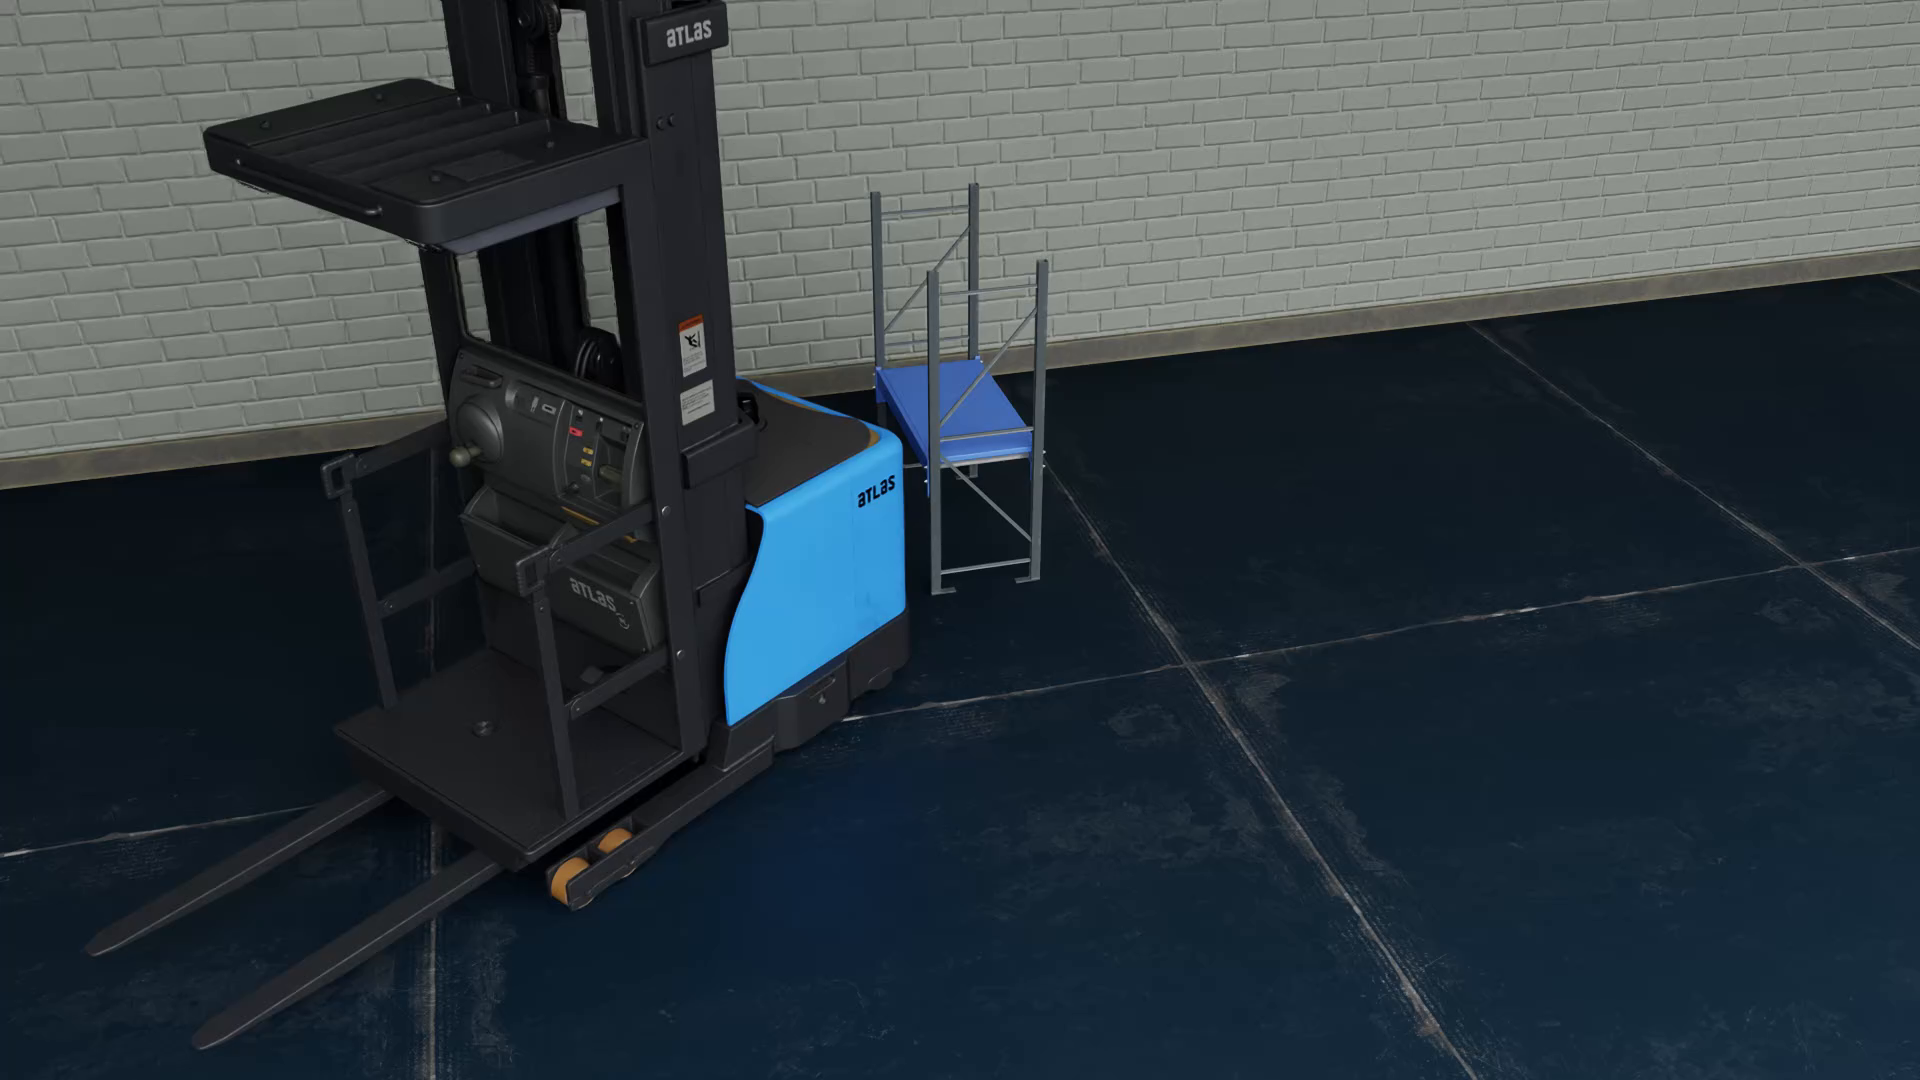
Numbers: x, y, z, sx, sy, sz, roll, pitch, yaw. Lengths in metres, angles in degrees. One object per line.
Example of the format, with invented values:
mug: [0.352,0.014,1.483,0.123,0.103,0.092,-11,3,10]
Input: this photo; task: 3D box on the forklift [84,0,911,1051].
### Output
forklift: [-1.508,-0.309,5.359,1.130,2.935,3.031,22,36,32]

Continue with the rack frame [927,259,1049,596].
rack frame: [0.112,-0.445,7.021,0.500,1.500,0.032,-8,31,-13]

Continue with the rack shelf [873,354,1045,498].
rack shelf: [-0.023,-0.535,7.536,0.538,0.185,1.000,-8,31,-13]

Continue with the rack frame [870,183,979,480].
rack frame: [-0.158,-0.936,7.870,0.500,1.500,0.032,-8,31,-13]

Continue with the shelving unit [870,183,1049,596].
shelving unit: [-0.023,-0.690,7.445,0.538,1.500,1.048,-8,31,-13]
